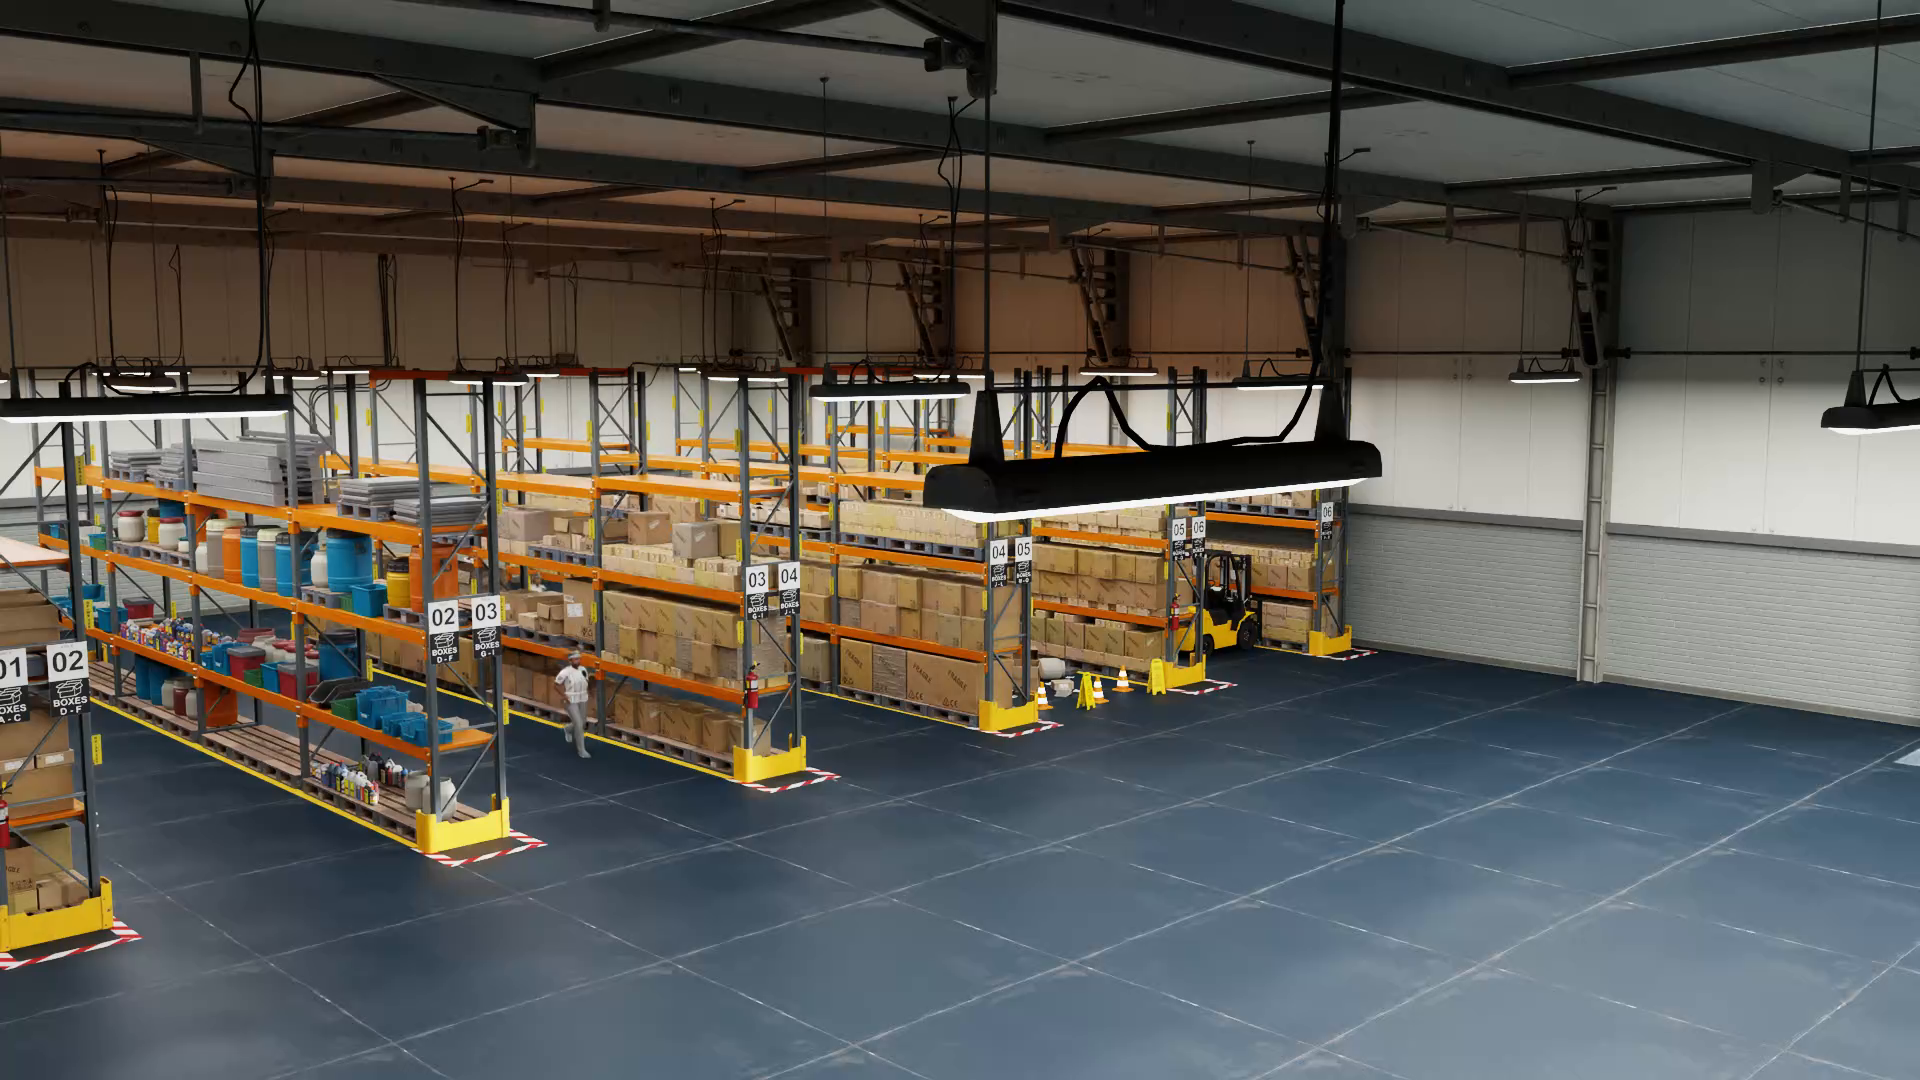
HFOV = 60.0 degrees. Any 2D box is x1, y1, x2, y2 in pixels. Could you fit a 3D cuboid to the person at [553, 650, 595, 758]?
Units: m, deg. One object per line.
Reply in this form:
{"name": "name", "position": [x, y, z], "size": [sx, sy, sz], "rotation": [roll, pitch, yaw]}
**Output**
{"name": "person", "position": [-6.090, 2.558, 26.234], "size": [0.792, 1.691, 0.578], "rotation": [6, 9, 44]}

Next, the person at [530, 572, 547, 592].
{"name": "person", "position": [-8.943, 1.538, 35.094], "size": [0.775, 1.755, 0.597], "rotation": [5, 8, 35]}

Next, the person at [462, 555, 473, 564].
{"name": "person", "position": [-11.615, 1.032, 39.179], "size": [0.670, 1.783, 0.872], "rotation": [2, 7, 17]}
